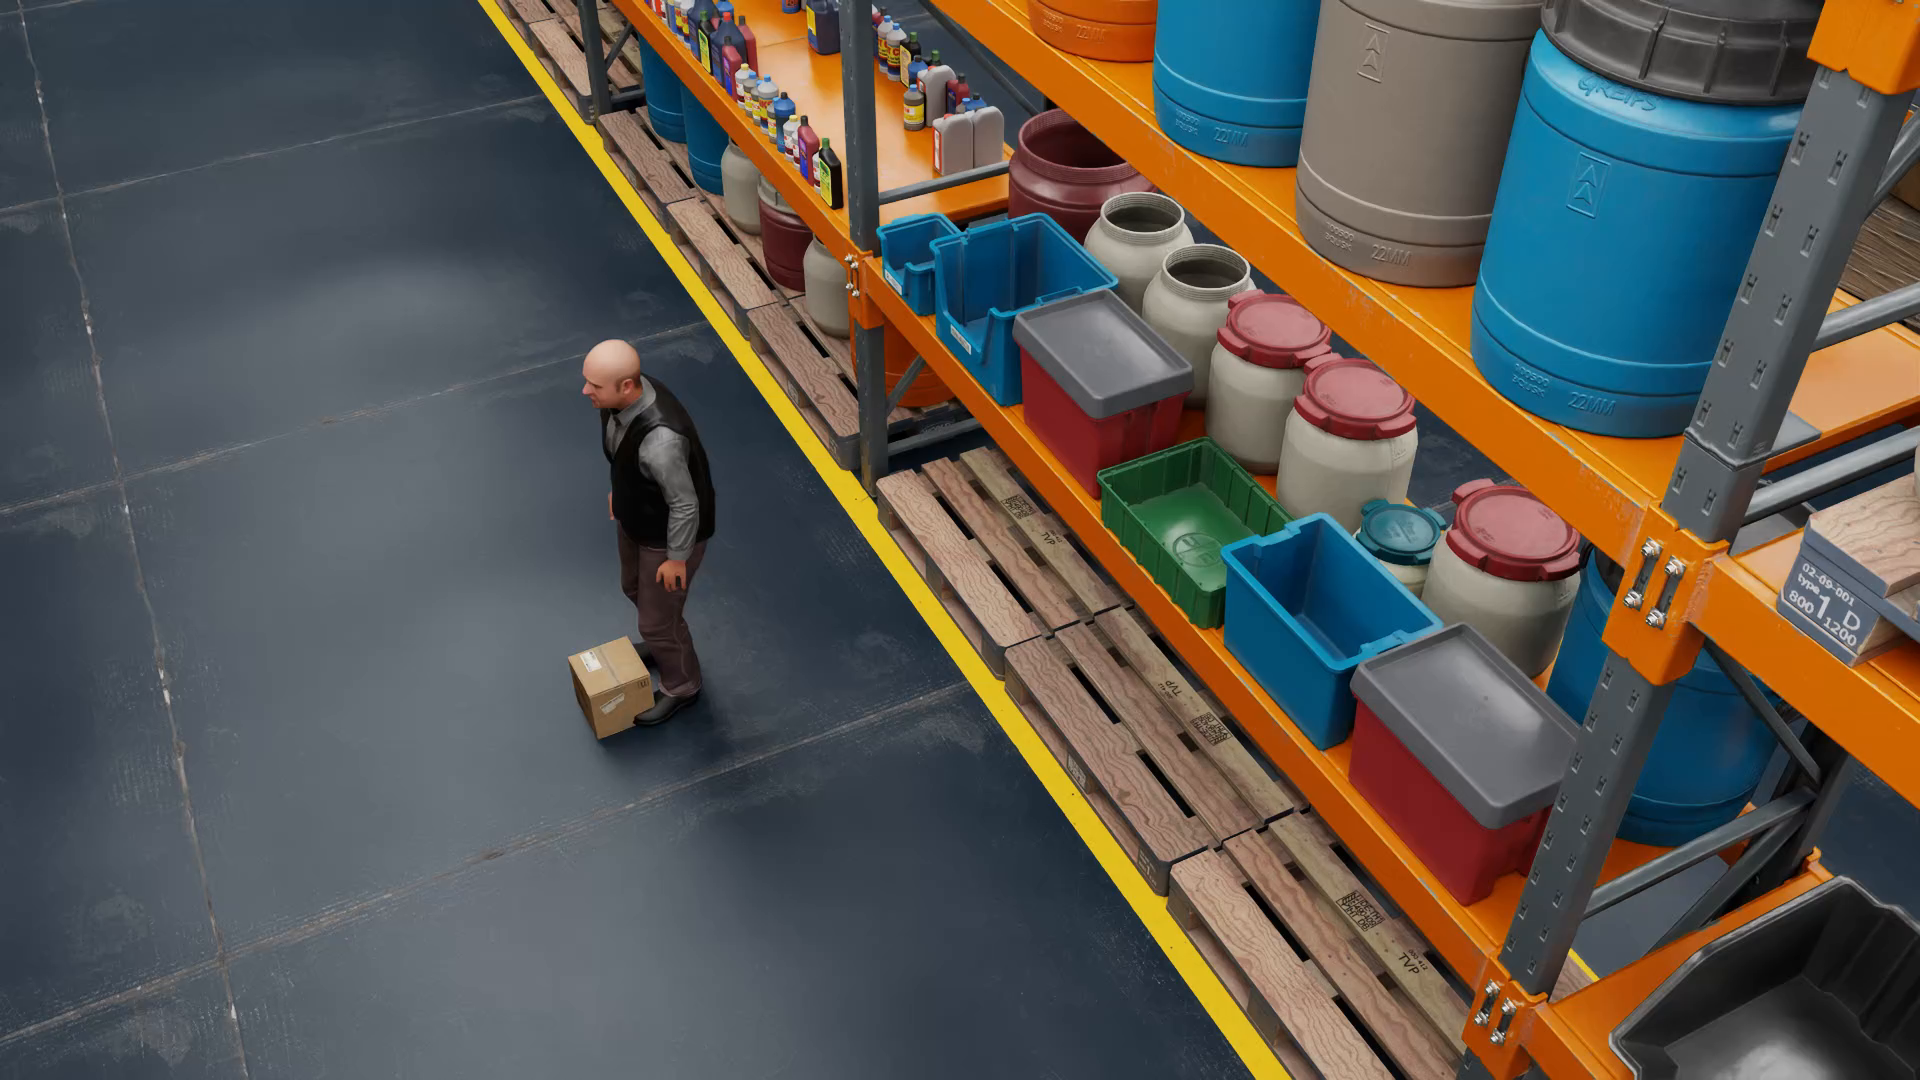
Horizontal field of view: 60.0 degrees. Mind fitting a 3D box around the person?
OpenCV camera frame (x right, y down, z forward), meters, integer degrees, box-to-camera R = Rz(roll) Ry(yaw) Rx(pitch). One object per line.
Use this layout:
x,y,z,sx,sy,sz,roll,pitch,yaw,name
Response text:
-1.159,-0.046,6.243,0.475,1.720,0.589,-21,45,-23,person
